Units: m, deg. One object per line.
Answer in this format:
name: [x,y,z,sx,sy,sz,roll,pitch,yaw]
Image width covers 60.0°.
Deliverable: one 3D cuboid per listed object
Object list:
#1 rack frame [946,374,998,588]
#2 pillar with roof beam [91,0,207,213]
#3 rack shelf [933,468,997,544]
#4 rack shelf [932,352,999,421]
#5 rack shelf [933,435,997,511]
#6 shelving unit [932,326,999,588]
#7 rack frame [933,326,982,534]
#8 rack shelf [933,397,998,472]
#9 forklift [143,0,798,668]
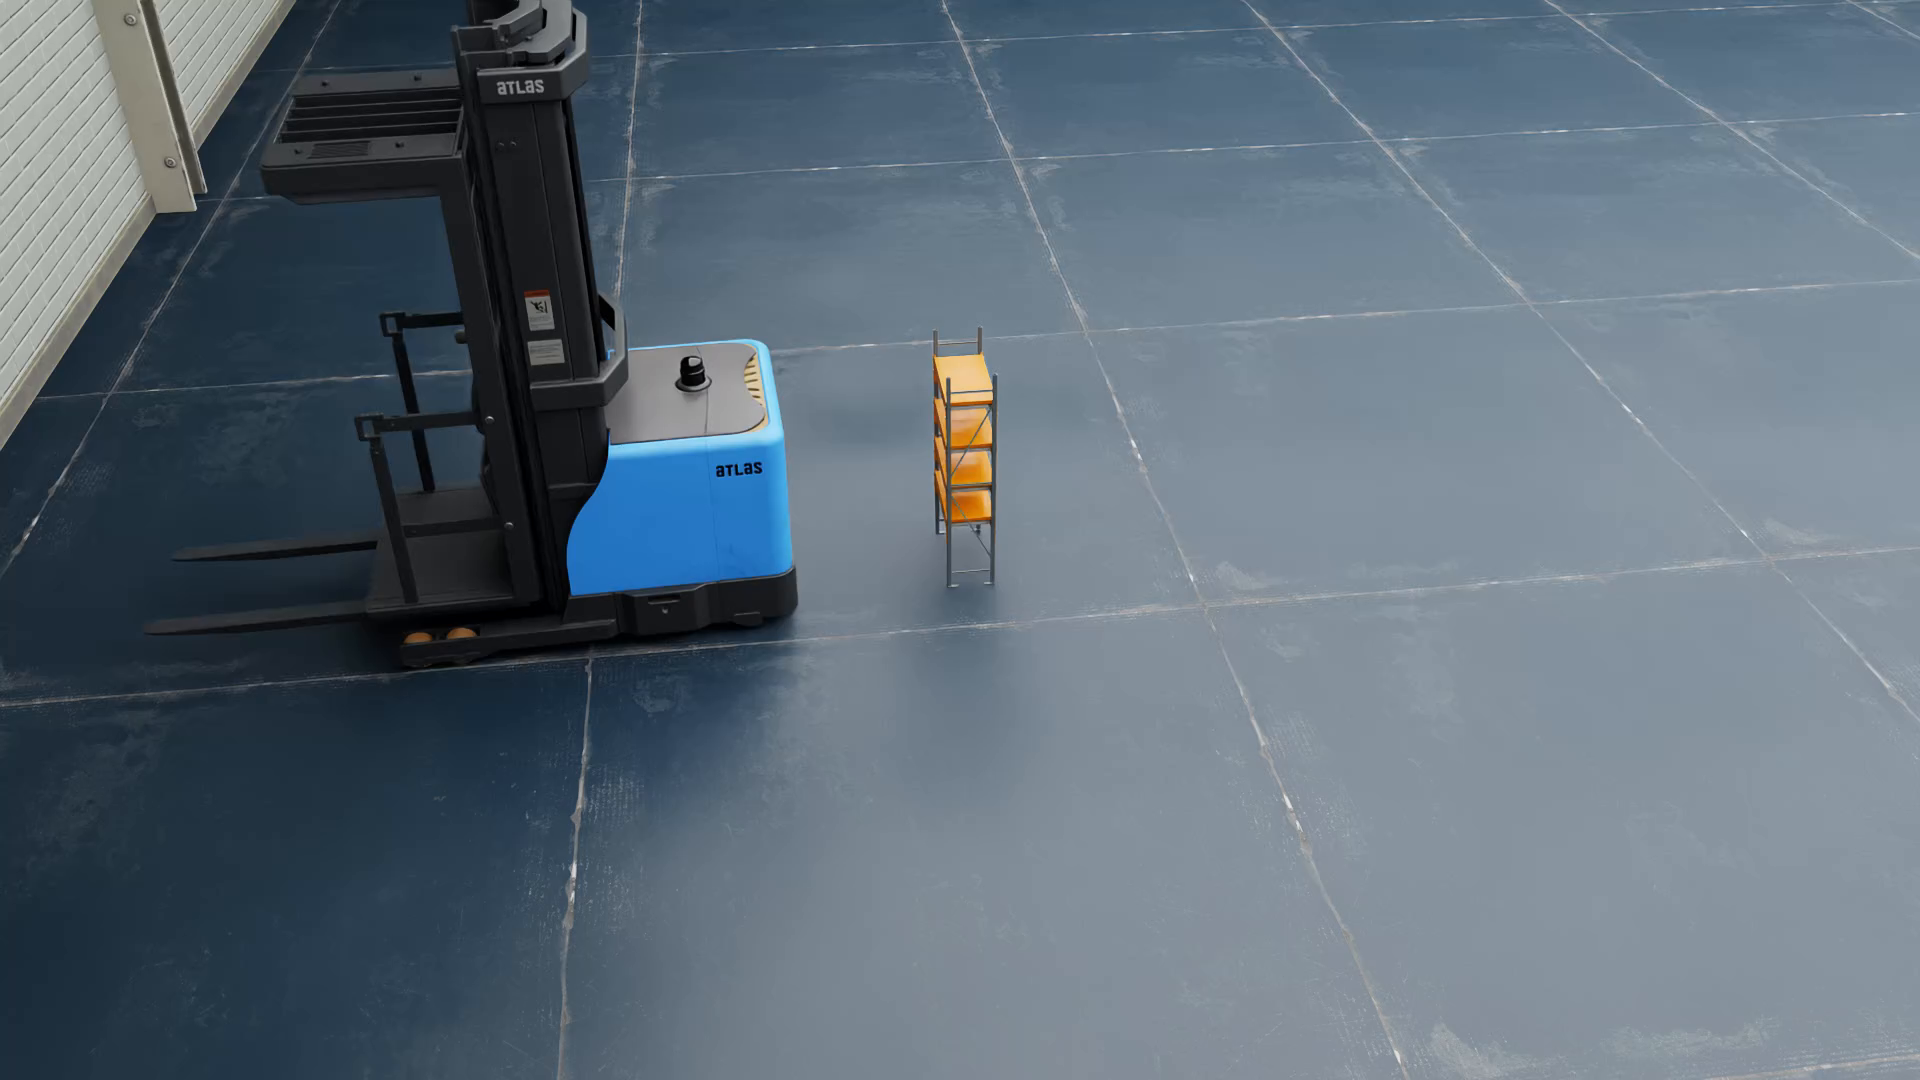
rack frame: [0.055,-0.267,8.077,0.240,1.200,0.015,-4,35,-6]
pillar with roof beam: [-1.585,-6.583,10.419,9.100,9.000,0.400,-4,35,-6]
rack shelf: [0.022,-0.184,8.426,0.258,0.148,0.480,-4,35,-6]
rack shelf: [0.022,-0.728,8.055,0.258,0.148,0.480,-4,35,-6]
rack shelf: [0.022,-0.348,8.314,0.258,0.148,0.480,-4,35,-6]
shelving unit: [0.022,-0.403,8.277,0.258,1.200,0.503,-4,35,-6]
rack frame: [-0.011,-0.540,8.476,0.240,1.200,0.015,-4,35,-6]
rack shelf: [0.022,-0.533,8.188,0.258,0.148,0.480,-4,35,-6]
forklift: [-2.362,-0.930,7.512,3.031,2.935,1.130,-6,35,-8]
